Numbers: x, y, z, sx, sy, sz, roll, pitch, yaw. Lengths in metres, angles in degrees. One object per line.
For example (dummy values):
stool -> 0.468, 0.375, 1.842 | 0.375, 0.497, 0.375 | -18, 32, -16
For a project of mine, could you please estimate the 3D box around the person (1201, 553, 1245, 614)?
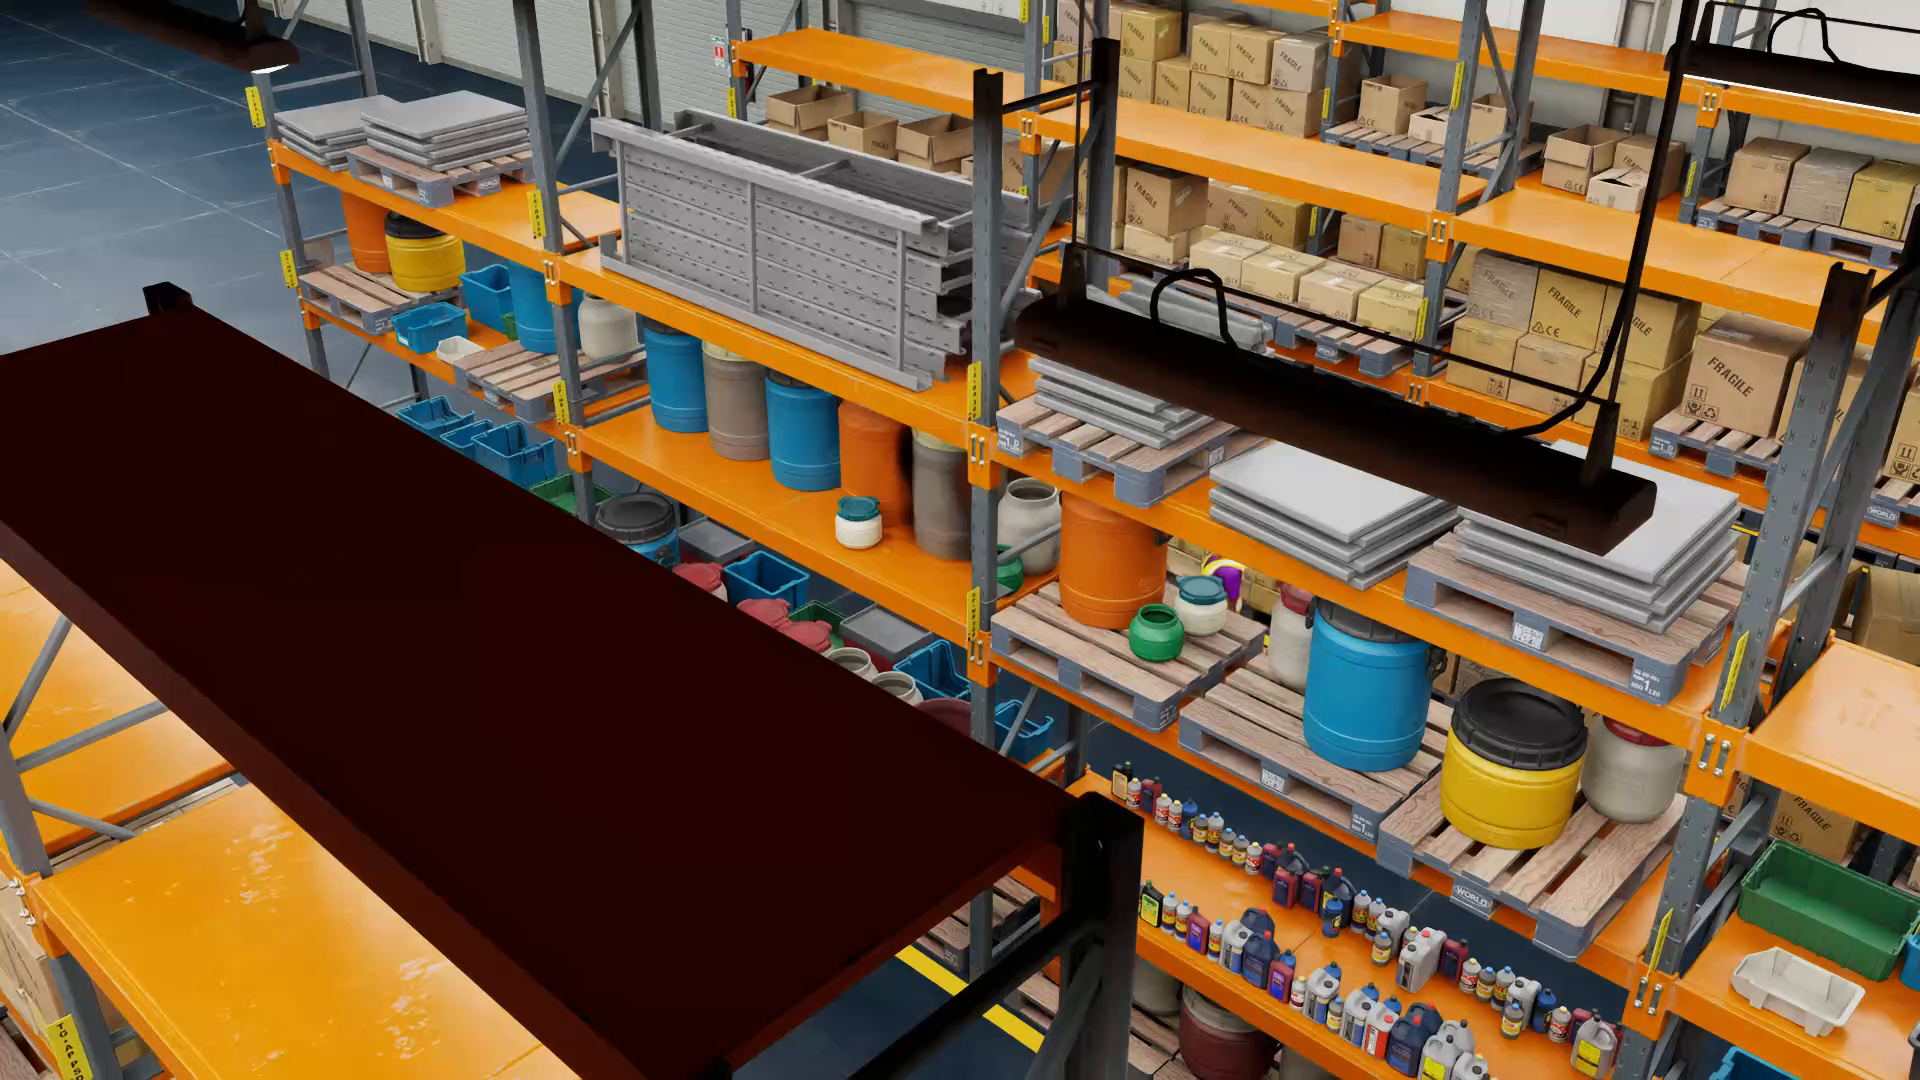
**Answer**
person -> 2.033, 0.546, 13.483 | 1.014, 1.720, 0.530 | 21, 36, 33
